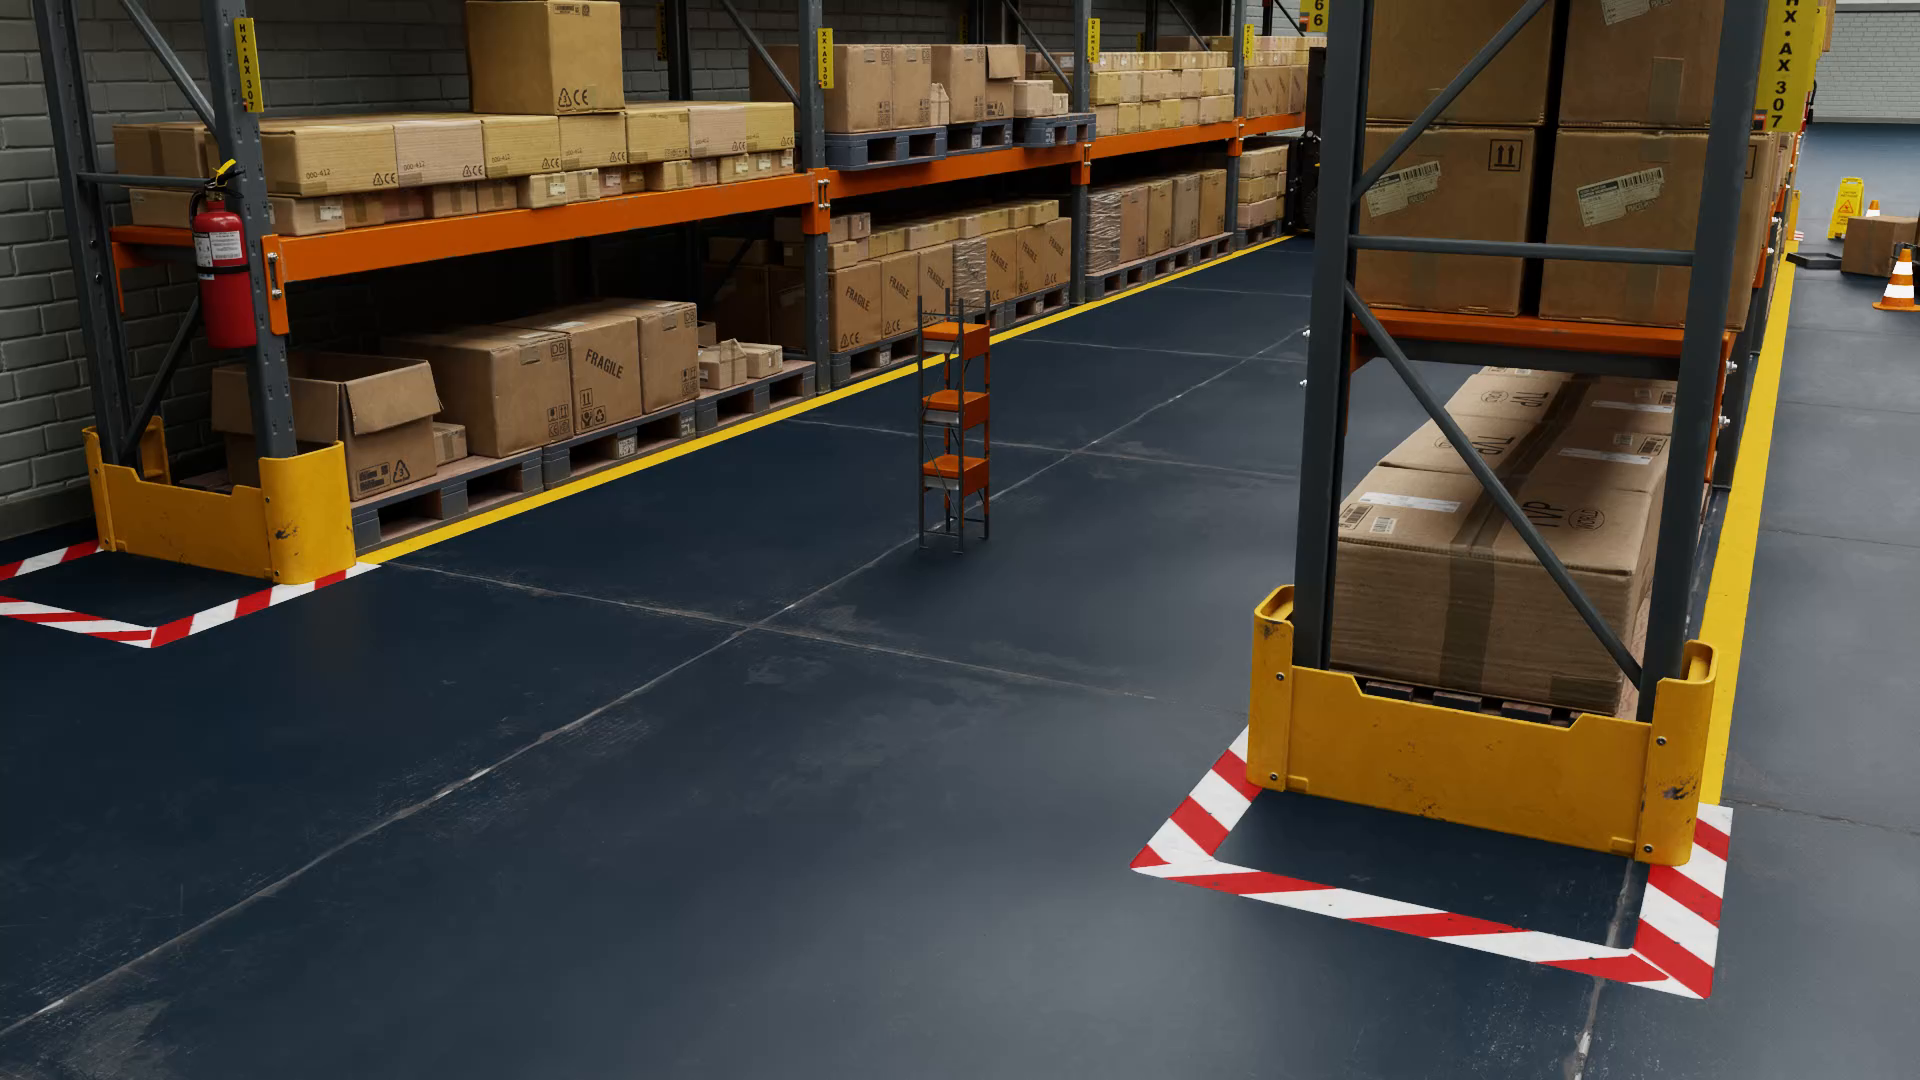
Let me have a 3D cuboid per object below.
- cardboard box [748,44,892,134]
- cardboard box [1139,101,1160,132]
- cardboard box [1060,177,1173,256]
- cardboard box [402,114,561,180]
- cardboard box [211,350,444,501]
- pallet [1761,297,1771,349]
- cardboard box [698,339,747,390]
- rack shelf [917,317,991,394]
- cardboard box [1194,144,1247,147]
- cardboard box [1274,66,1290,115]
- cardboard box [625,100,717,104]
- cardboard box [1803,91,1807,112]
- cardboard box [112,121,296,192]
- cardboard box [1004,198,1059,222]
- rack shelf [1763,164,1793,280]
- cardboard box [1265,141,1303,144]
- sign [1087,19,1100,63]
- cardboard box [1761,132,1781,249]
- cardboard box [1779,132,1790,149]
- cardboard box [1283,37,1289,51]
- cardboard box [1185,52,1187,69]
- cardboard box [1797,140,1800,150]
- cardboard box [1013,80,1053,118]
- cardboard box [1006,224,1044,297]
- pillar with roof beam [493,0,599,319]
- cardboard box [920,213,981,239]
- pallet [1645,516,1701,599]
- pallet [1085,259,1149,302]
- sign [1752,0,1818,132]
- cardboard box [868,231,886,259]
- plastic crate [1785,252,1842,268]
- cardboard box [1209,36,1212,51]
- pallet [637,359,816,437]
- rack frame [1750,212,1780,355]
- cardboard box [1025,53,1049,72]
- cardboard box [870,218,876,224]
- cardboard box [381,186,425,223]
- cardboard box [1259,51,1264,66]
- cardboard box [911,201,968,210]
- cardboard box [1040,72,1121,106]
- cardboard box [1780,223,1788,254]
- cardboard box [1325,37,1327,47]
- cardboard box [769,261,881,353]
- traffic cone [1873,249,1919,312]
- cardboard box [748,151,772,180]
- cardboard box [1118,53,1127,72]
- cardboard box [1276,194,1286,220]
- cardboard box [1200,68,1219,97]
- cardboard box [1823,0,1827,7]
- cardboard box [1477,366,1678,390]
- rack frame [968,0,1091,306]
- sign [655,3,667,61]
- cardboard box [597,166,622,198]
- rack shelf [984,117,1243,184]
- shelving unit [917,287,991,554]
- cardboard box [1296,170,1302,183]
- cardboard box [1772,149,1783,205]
[{"bbox_3d":[-0.836,-2.718,9.994,0.700,0.500,0.500,9,19,27],"label":"cardboard box"},{"bbox_3d":[1.405,-3.663,14.351,0.500,0.250,0.500,7,18,24],"label":"cardboard box"},{"bbox_3d":[1.412,-2.952,15.128,0.875,0.625,0.625,7,18,23],"label":"cardboard box"},{"bbox_3d":[-2.147,-1.765,7.440,0.500,0.250,0.500,8,18,24],"label":"cardboard box"},{"bbox_3d":[-2.681,-0.504,7.099,0.797,0.503,0.637,7,18,23],"label":"cardboard box"},{"bbox_3d":[5.328,-1.625,12.123,1.003,0.211,1.213,8,18,25],"label":"pallet"},{"bbox_3d":[-1.398,-0.995,9.169,0.396,0.266,0.258,9,19,27],"label":"cardboard box"},{"bbox_3d":[-0.024,-0.752,6.751,0.215,0.259,0.240,8,18,25],"label":"rack shelf"},{"bbox_3d":[2.820,-4.182,18.173,0.500,0.250,0.500,8,18,26],"label":"cardboard box"},{"bbox_3d":[3.198,-4.804,17.753,0.500,0.500,0.500,8,18,25],"label":"cardboard box"},{"bbox_3d":[-1.715,-2.353,9.419,0.500,0.250,0.500,8,18,25],"label":"cardboard box"},{"bbox_3d":[7.211,-4.048,14.688,0.500,0.500,0.500,8,18,25],"label":"cardboard box"},{"bbox_3d":[-3.071,-1.577,6.806,0.500,0.250,0.500,9,19,27],"label":"cardboard box"},{"bbox_3d":[0.541,-2.549,12.851,0.380,0.149,0.250,7,18,23],"label":"cardboard box"},{"bbox_3d":[4.084,-1.908,9.444,1.077,0.370,4.000,8,18,25],"label":"rack shelf"},{"bbox_3d":[3.744,-4.376,18.824,0.500,0.250,0.500,8,18,26],"label":"cardboard box"},{"bbox_3d":[1.025,-3.843,12.802,0.100,0.325,0.005,8,18,25],"label":"sign"},{"bbox_3d":[2.775,-1.379,6.224,0.500,0.500,0.500,8,18,25],"label":"cardboard box"},{"bbox_3d":[3.639,-1.988,7.833,0.500,0.250,0.500,8,18,24],"label":"cardboard box"},{"bbox_3d":[3.331,-5.361,17.968,0.380,0.149,0.250,8,18,26],"label":"cardboard box"},{"bbox_3d":[1.824,-4.326,15.007,0.380,0.149,0.250,8,18,26],"label":"cardboard box"},{"bbox_3d":[8.089,-3.884,16.468,0.380,0.149,0.250,9,19,28],"label":"cardboard box"},{"bbox_3d":[0.353,-3.212,12.098,0.500,0.250,0.500,7,18,23],"label":"cardboard box"},{"bbox_3d":[0.306,-2.135,12.596,0.500,0.500,0.500,8,18,25],"label":"cardboard box"},{"bbox_3d":[1.482,-4.640,6.840,9.100,9.000,0.400,8,18,25],"label":"pillar with roof beam"},{"bbox_3d":[-0.076,-2.215,11.726,0.380,0.149,0.250,7,18,23],"label":"cardboard box"},{"bbox_3d":[2.236,0.089,6.355,1.003,0.211,1.213,8,18,25],"label":"pallet"},{"bbox_3d":[0.938,-2.261,14.266,1.003,0.211,1.213,8,18,25],"label":"pallet"},{"bbox_3d":[1.897,-1.106,3.819,0.100,0.325,0.005,8,18,25],"label":"sign"},{"bbox_3d":[-0.695,-1.893,10.642,0.380,0.149,0.250,7,18,23],"label":"cardboard box"},{"bbox_3d":[8.200,-2.677,15.898,0.402,0.080,0.583,2,17,6],"label":"plastic crate"},{"bbox_3d":[2.751,-5.037,16.878,0.380,0.149,0.250,8,19,26],"label":"cardboard box"},{"bbox_3d":[-1.560,-0.862,9.558,1.003,0.211,1.213,8,18,25],"label":"pallet"},{"bbox_3d":[4.977,-2.762,11.057,1.000,3.000,0.127,8,18,25],"label":"rack frame"},{"bbox_3d":[0.500,-3.860,13.439,0.380,0.149,0.250,9,19,27],"label":"cardboard box"},{"bbox_3d":[-0.805,-2.154,11.521,0.380,0.149,0.250,8,18,26],"label":"cardboard box"},{"bbox_3d":[-2.489,-1.426,6.997,0.380,0.149,0.250,8,18,25],"label":"cardboard box"},{"bbox_3d":[2.906,-4.955,17.122,0.380,0.149,0.250,8,18,25],"label":"cardboard box"},{"bbox_3d":[-0.159,-2.476,12.606,0.380,0.149,0.250,8,18,26],"label":"cardboard box"},{"bbox_3d":[0.974,-3.640,13.395,0.500,0.250,0.500,8,18,25],"label":"cardboard box"},{"bbox_3d":[7.270,-2.780,15.209,0.500,0.250,0.500,7,18,23],"label":"cardboard box"},{"bbox_3d":[4.056,-5.747,19.269,0.380,0.149,0.250,8,18,25],"label":"cardboard box"},{"bbox_3d":[-0.835,-1.472,10.364,0.500,0.500,0.500,9,19,28],"label":"cardboard box"},{"bbox_3d":[7.463,-2.071,13.185,0.336,0.463,0.334,8,18,25],"label":"traffic cone"},{"bbox_3d":[-1.266,-2.071,9.171,0.380,0.149,0.250,9,19,27],"label":"cardboard box"},{"bbox_3d":[1.151,-3.932,13.681,0.380,0.149,0.250,9,19,27],"label":"cardboard box"},{"bbox_3d":[3.264,-3.640,18.104,0.500,0.250,0.500,8,19,26],"label":"cardboard box"},{"bbox_3d":[2.108,-4.290,15.585,0.500,0.250,0.500,8,18,24],"label":"cardboard box"},{"bbox_3d":[7.403,-4.663,15.001,0.700,0.500,0.500,8,18,26],"label":"cardboard box"},{"bbox_3d":[2.814,-0.570,7.439,0.875,0.438,0.875,8,18,25],"label":"cardboard box"},{"bbox_3d":[0.535,-3.393,13.180,1.000,3.000,0.127,8,18,25],"label":"rack frame"},{"bbox_3d":[-1.750,-2.999,9.819,0.100,0.325,0.005,8,18,25],"label":"sign"},{"bbox_3d":[-1.874,-1.750,8.088,0.380,0.149,0.250,8,18,25],"label":"cardboard box"},{"bbox_3d":[1.429,-3.558,14.997,1.077,0.370,4.000,8,18,25],"label":"rack shelf"},{"bbox_3d":[-0.024,-0.490,6.829,0.215,1.050,0.252,8,18,25],"label":"shelving unit"},{"bbox_3d":[3.500,-4.002,18.445,0.500,0.250,0.500,8,18,25],"label":"cardboard box"},{"bbox_3d":[3.623,-1.750,7.912,0.500,0.250,0.500,8,18,24],"label":"cardboard box"}]
